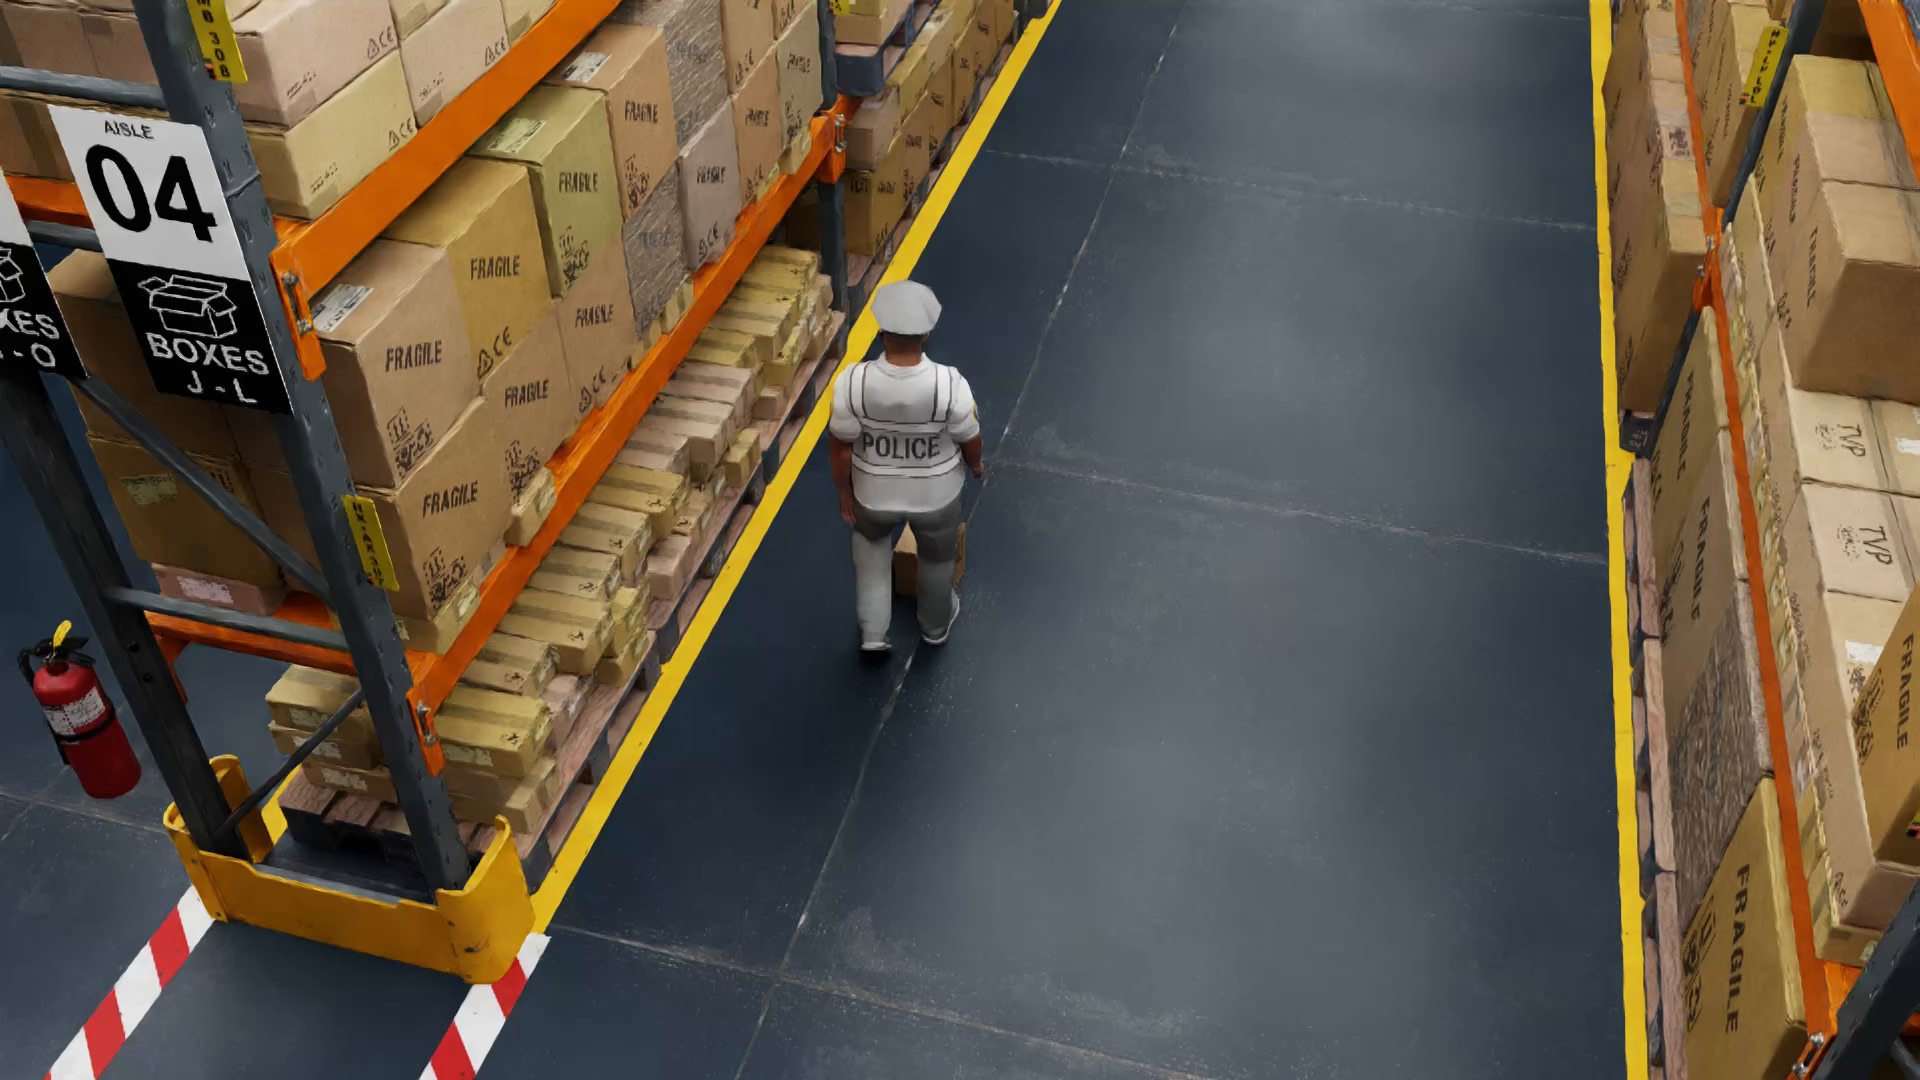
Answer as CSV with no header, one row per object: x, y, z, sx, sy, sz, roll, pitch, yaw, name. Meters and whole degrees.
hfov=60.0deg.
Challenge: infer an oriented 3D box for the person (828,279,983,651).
-0.195,-0.246,6.426,0.568,1.791,0.556,4,41,4,person
